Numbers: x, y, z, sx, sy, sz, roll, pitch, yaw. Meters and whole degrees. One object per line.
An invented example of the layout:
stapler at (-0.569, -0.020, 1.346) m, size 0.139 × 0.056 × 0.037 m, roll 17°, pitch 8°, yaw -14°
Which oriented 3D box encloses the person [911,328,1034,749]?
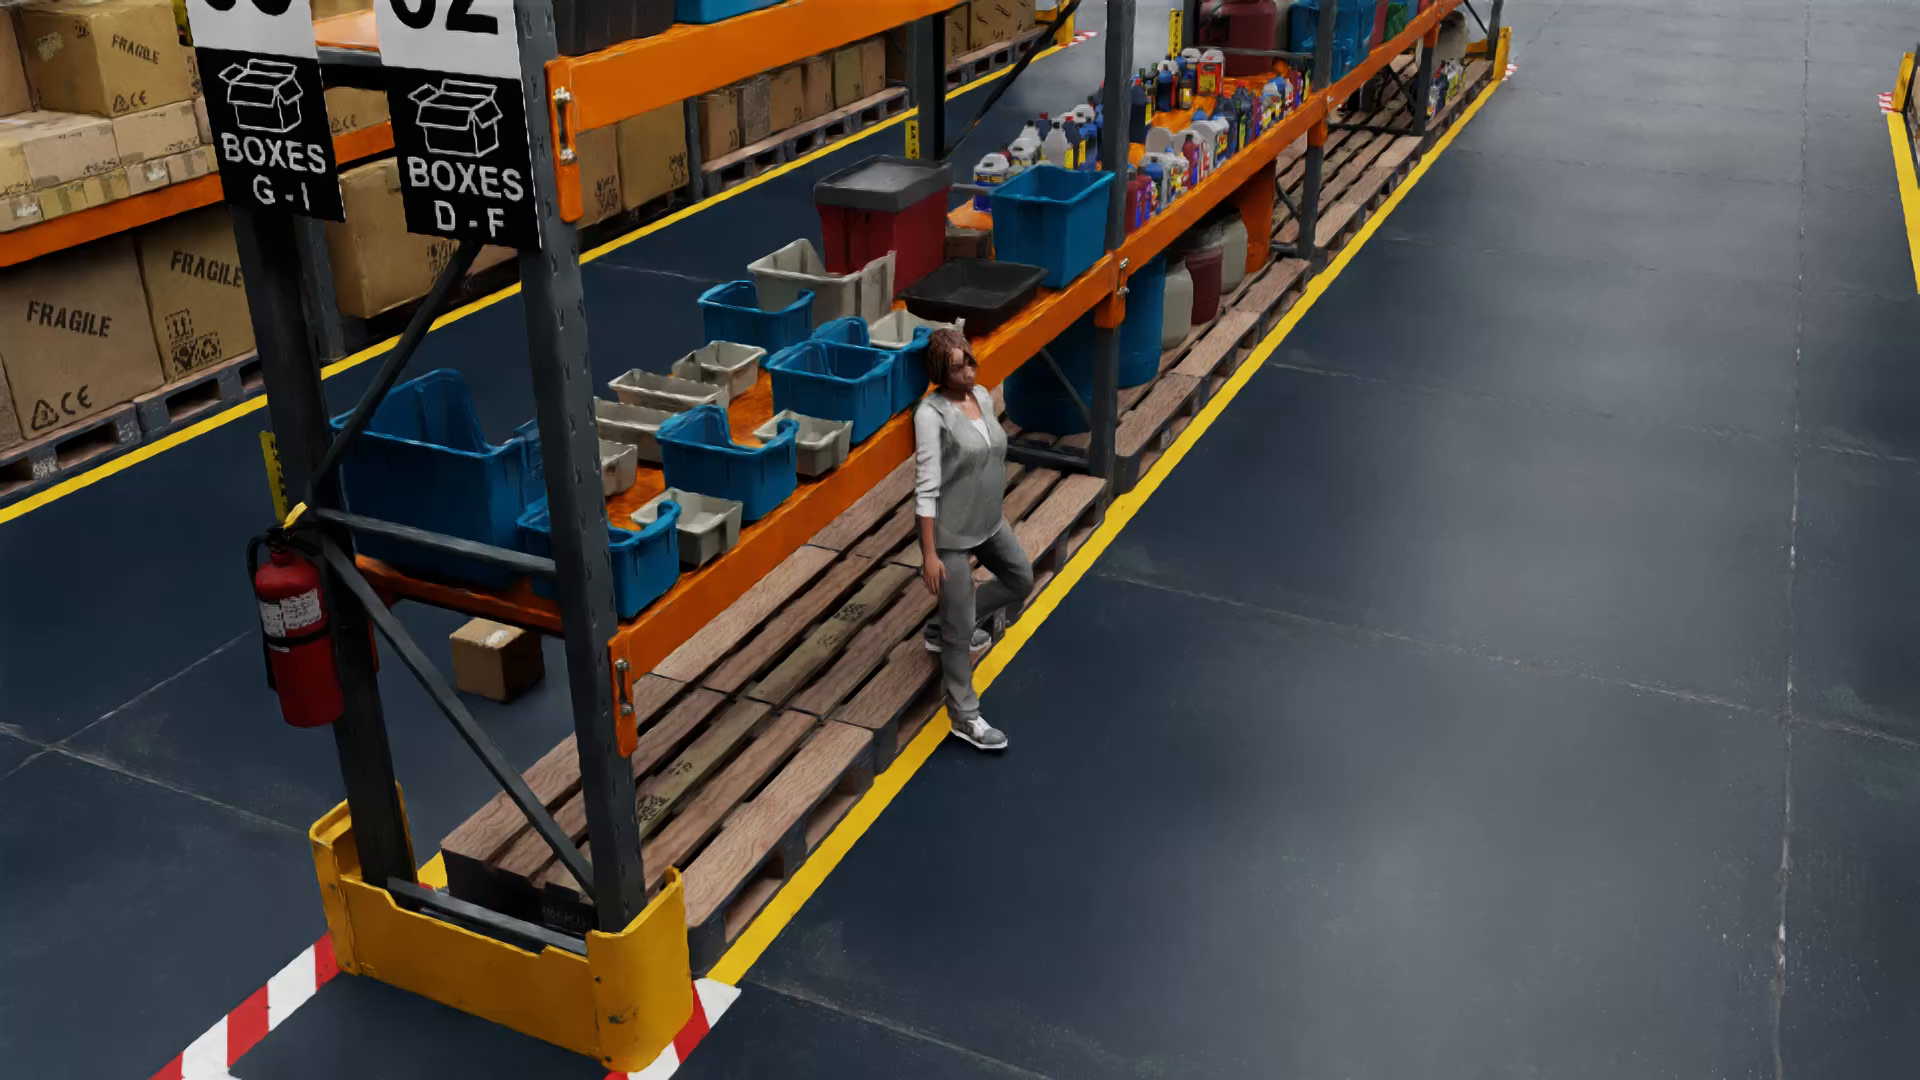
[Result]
person at (0.024, -0.013, 6.120) m, size 0.517 × 1.580 × 0.601 m, roll 16°, pitch 31°, yaw 30°
